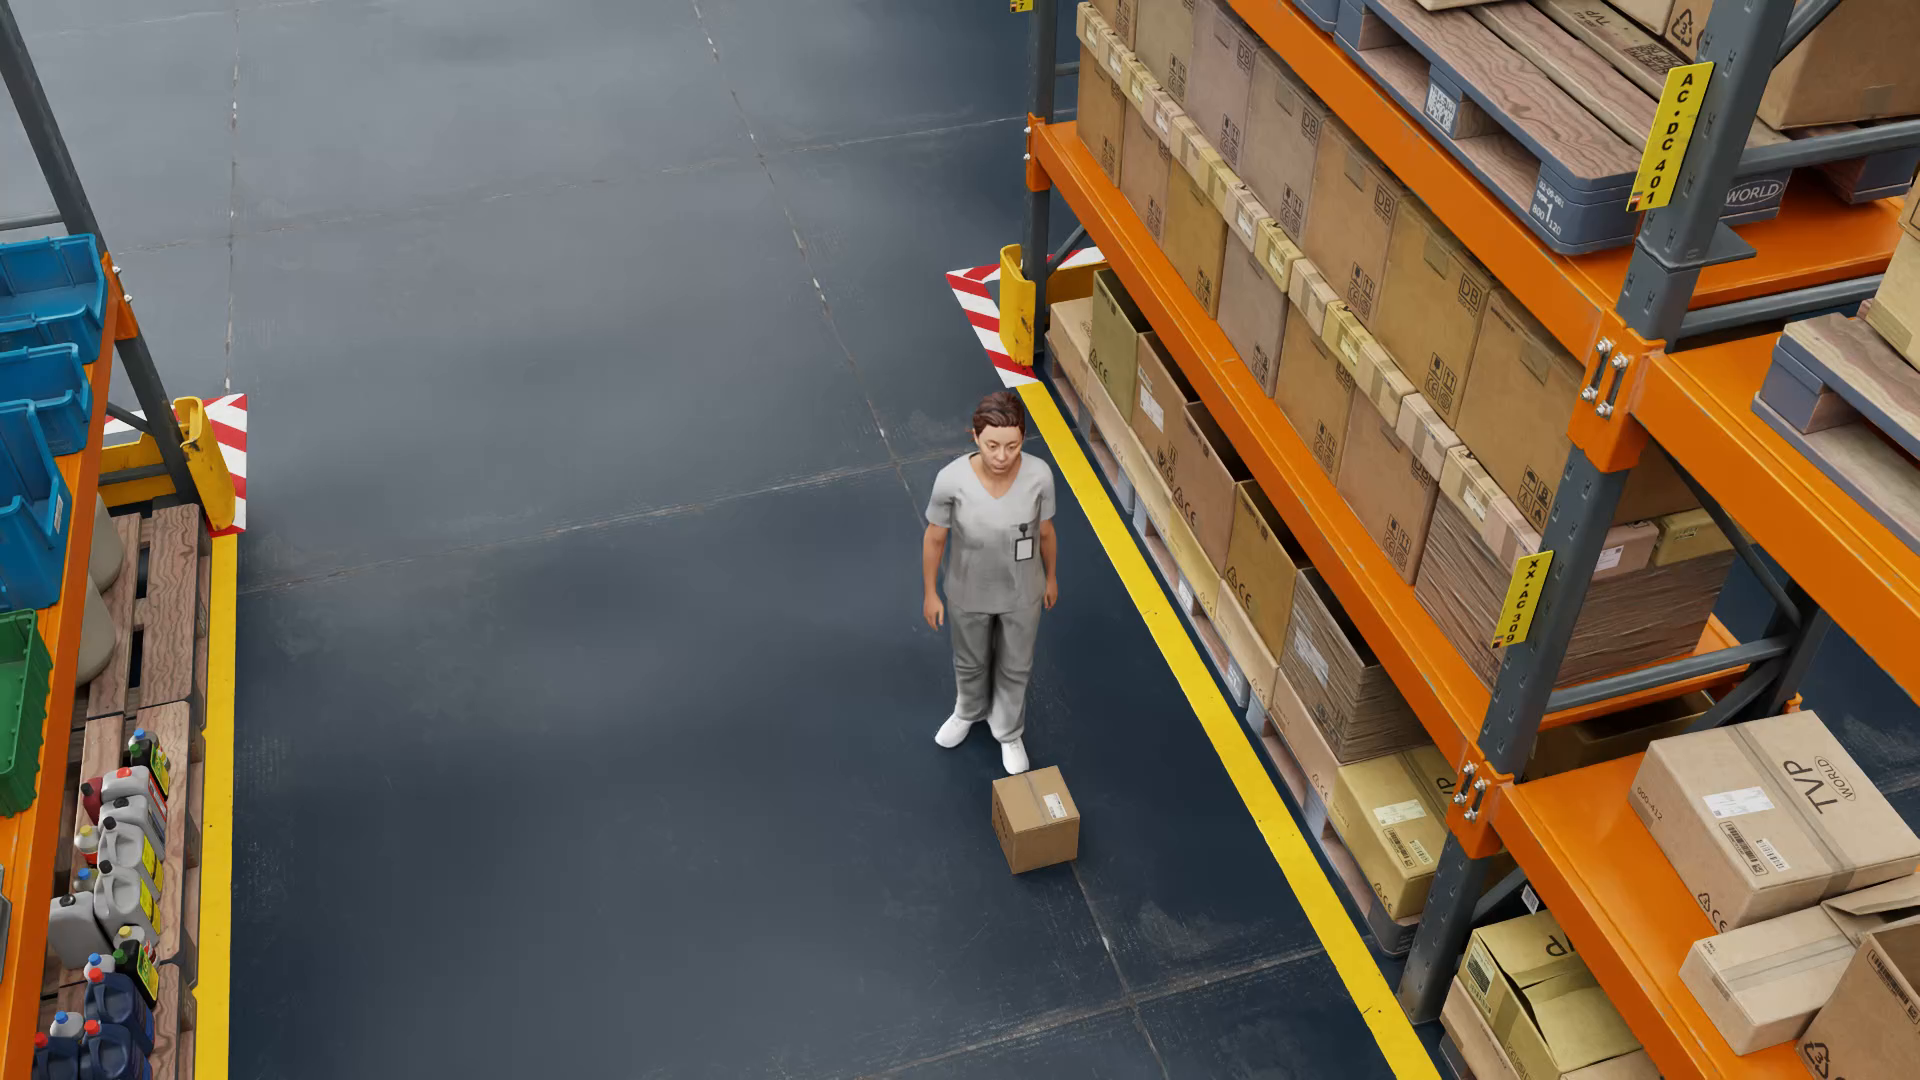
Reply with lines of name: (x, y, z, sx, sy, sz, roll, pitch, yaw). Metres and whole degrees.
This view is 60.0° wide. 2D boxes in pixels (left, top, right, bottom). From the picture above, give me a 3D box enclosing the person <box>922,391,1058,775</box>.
person: (0.112, 0.172, 5.953, 0.494, 1.668, 0.406, -3, 42, -3)
